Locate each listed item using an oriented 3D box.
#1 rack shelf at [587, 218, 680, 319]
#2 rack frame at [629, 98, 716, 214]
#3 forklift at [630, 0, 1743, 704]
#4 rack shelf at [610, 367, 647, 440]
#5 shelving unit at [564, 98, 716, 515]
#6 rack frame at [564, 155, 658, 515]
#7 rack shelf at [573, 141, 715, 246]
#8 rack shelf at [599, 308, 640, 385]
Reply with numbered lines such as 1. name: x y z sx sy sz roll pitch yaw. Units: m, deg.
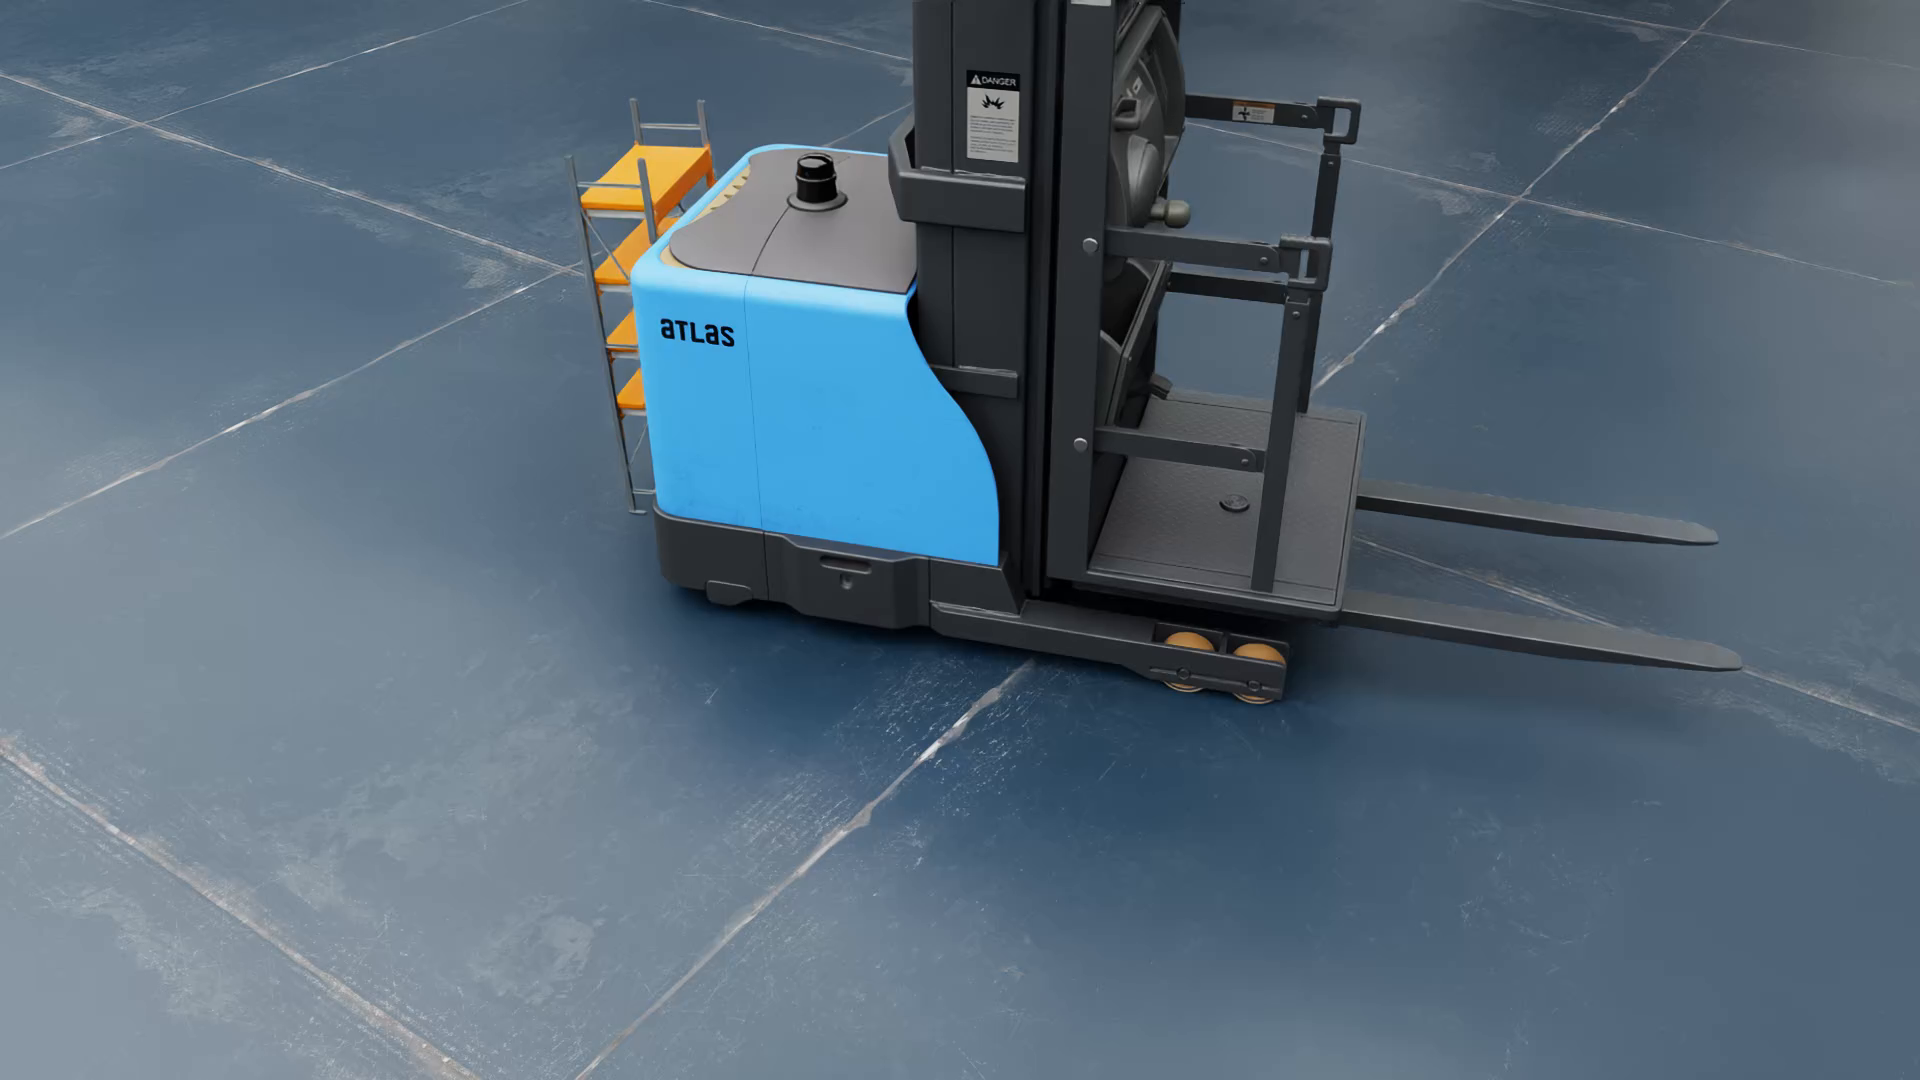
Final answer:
1. rack shelf: -0.931 -0.844 5.137 0.258 0.148 0.480 5 34 12
2. rack frame: -0.871 -0.847 5.421 0.240 1.200 0.015 5 34 12
3. forklift: 0.675 -1.094 4.251 3.031 2.935 1.130 9 35 12
4. rack shelf: -0.912 -0.492 5.370 0.258 0.148 0.480 5 34 12
5. shelving unit: -0.924 -0.714 5.224 0.258 1.200 0.503 5 34 12
6. rack frame: -0.977 -0.580 5.026 0.240 1.200 0.015 5 34 12
7. rack shelf: -0.941 -1.041 5.007 0.258 0.148 0.480 5 34 12
8. rack shelf: -0.921 -0.658 5.261 0.258 0.148 0.480 5 34 12
